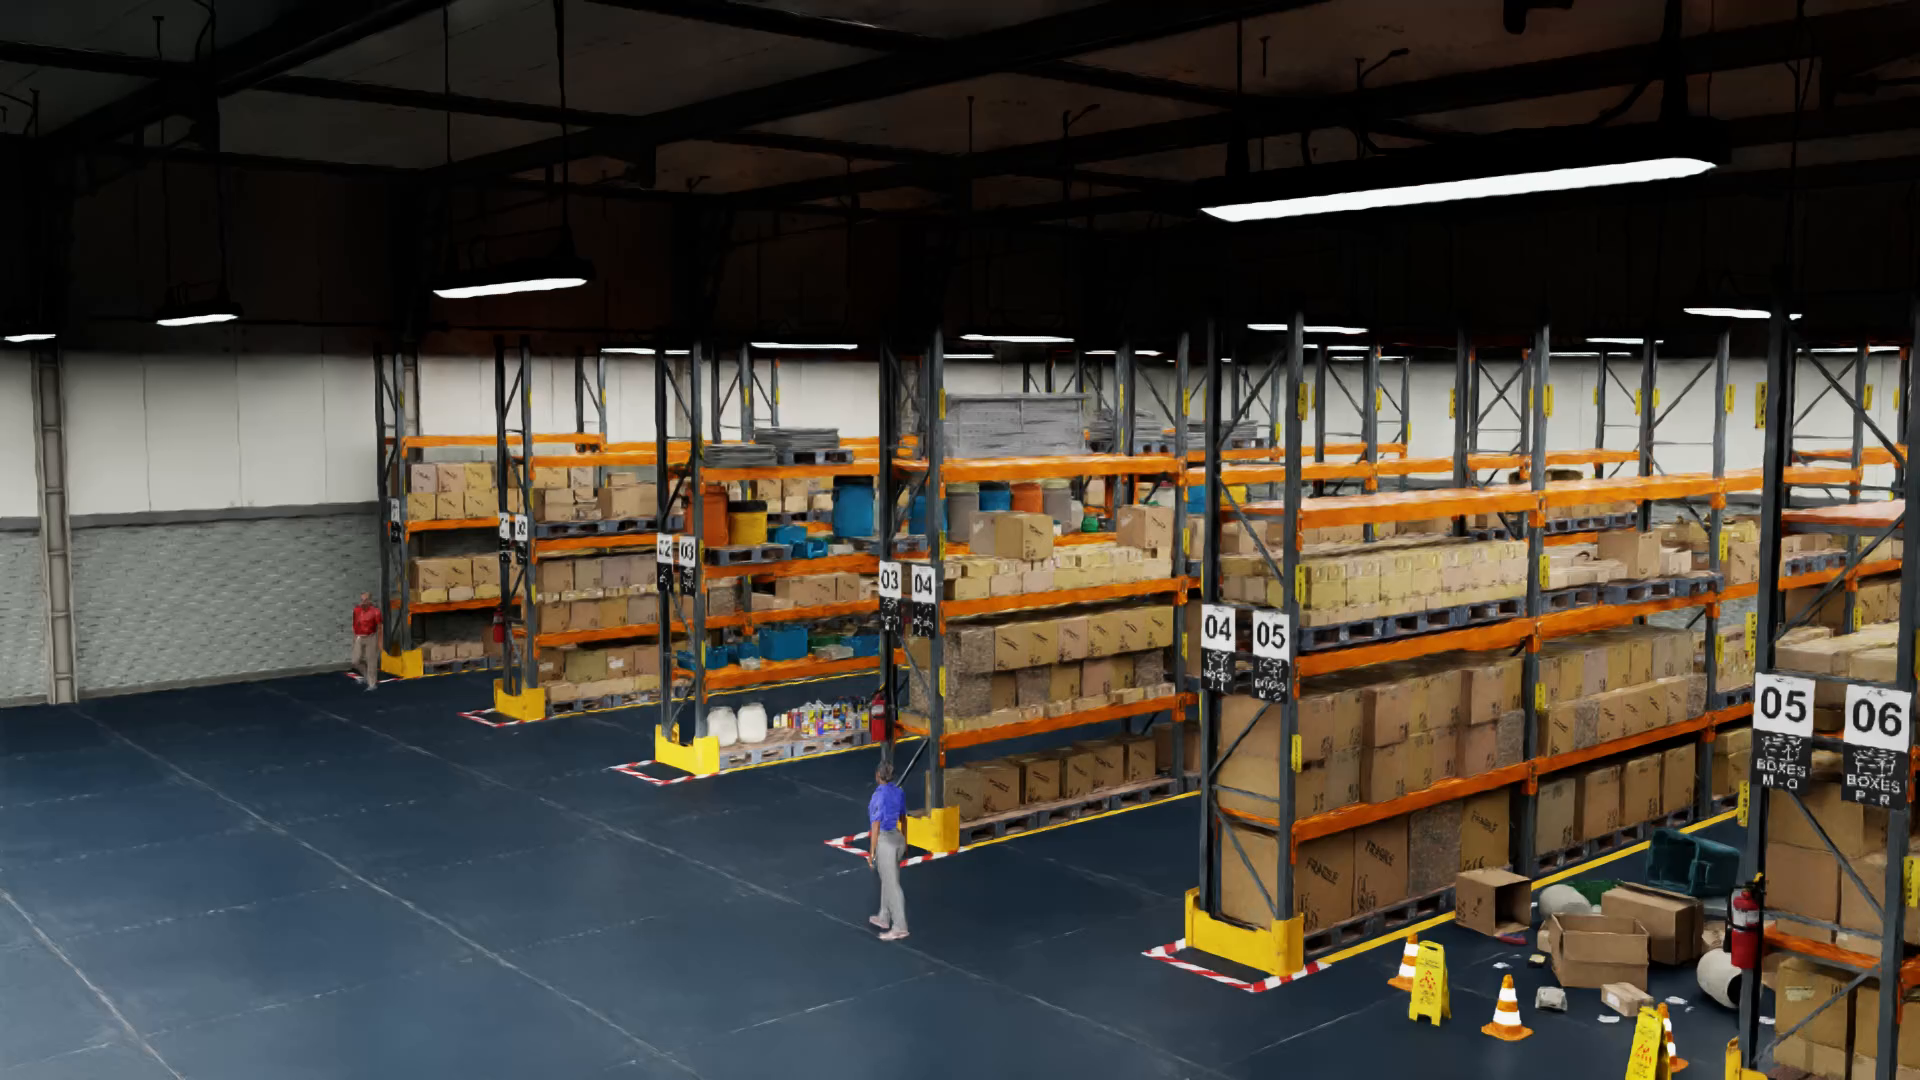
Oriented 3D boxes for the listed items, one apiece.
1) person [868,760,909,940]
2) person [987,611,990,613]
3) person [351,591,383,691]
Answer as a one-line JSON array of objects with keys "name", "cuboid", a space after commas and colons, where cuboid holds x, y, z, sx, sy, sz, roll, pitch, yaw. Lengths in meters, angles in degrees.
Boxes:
[{"name": "person", "cuboid": [-0.701, 2.905, 15.782, 0.605, 1.643, 0.592, 3, 6, 29]}, {"name": "person", "cuboid": [0.578, 1.797, 27.560, 1.042, 1.708, 0.569, -3, 6, -32]}, {"name": "person", "cuboid": [-10.141, 1.717, 28.524, 0.598, 1.719, 0.550, 1, 5, 12]}]
